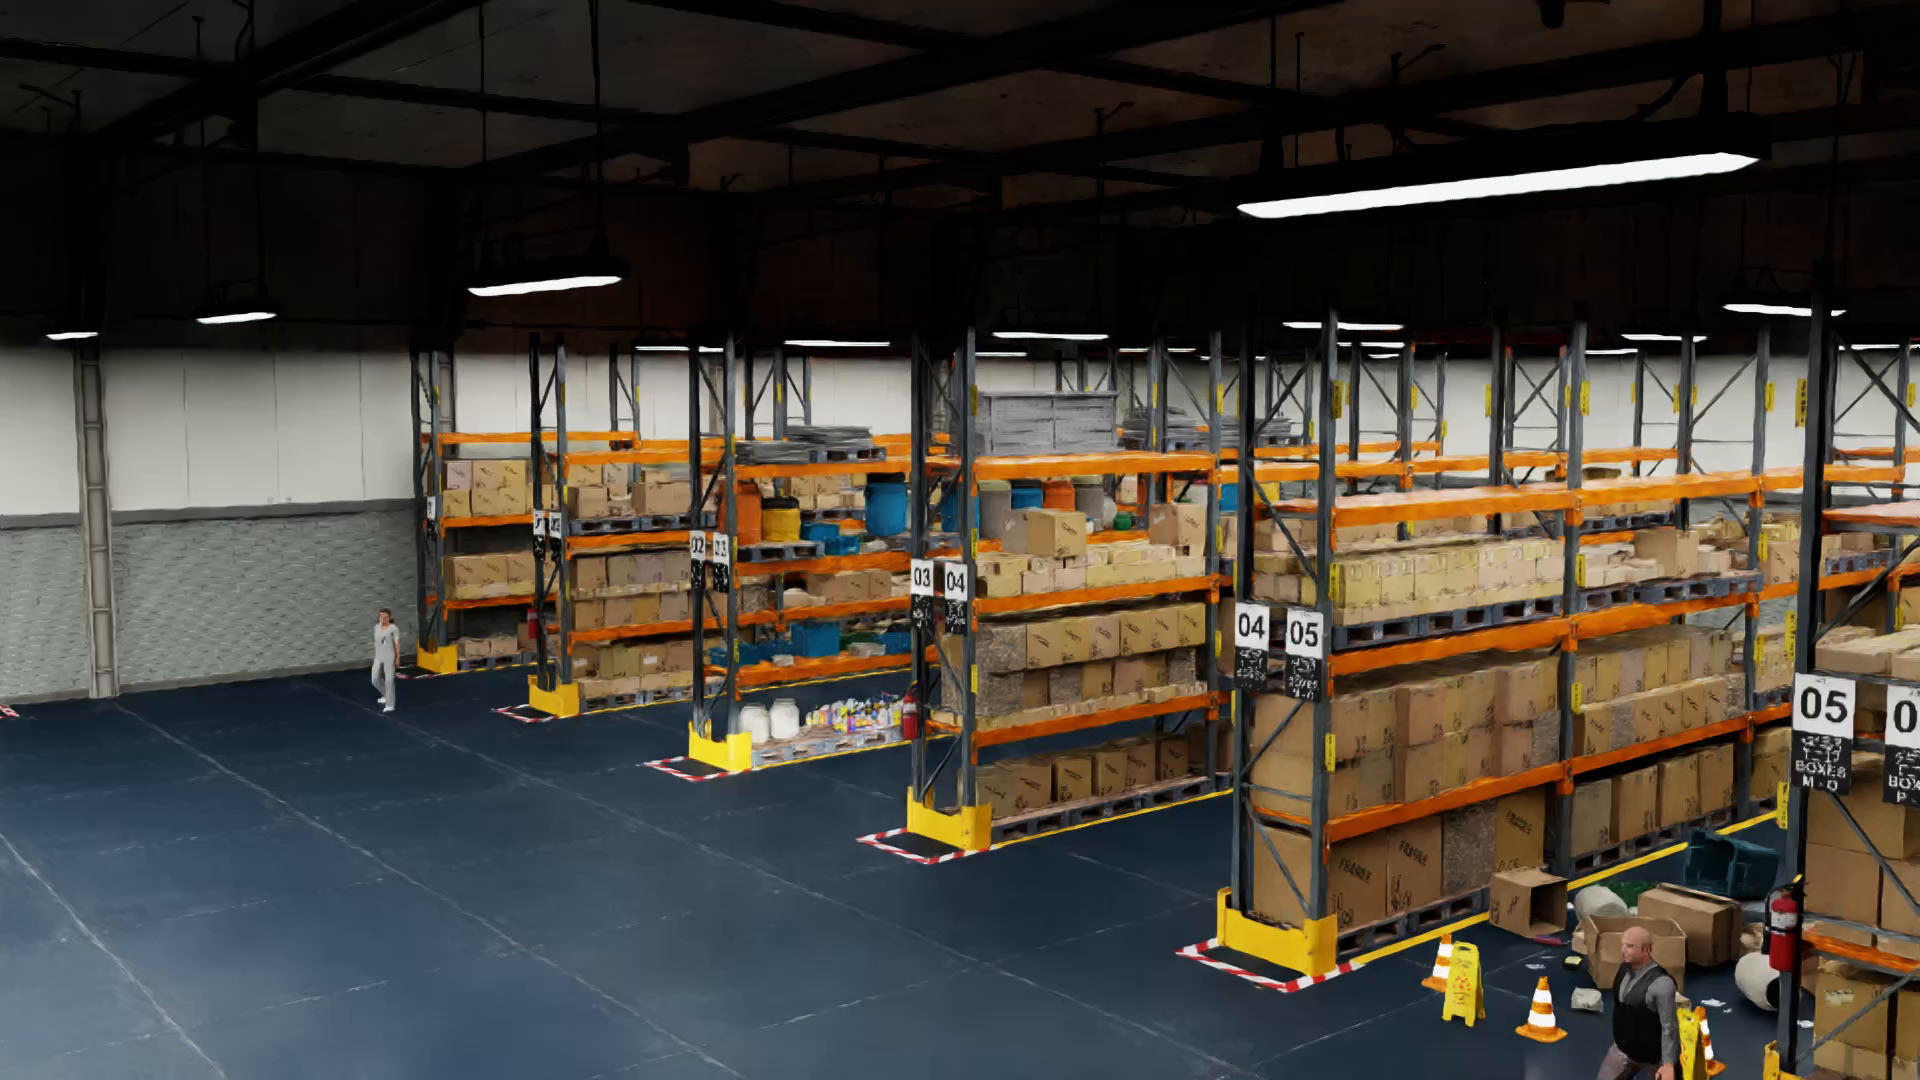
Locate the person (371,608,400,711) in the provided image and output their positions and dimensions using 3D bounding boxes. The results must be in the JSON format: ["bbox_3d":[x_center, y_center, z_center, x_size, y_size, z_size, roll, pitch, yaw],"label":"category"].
[{"bbox_3d":[-9.124,1.896,26.522,0.518,1.646,0.514,1,5,14],"label":"person"}]

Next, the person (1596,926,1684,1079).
[{"bbox_3d":[4.512,3.338,10.860,0.954,1.669,0.572,-2,6,-19],"label":"person"}]
